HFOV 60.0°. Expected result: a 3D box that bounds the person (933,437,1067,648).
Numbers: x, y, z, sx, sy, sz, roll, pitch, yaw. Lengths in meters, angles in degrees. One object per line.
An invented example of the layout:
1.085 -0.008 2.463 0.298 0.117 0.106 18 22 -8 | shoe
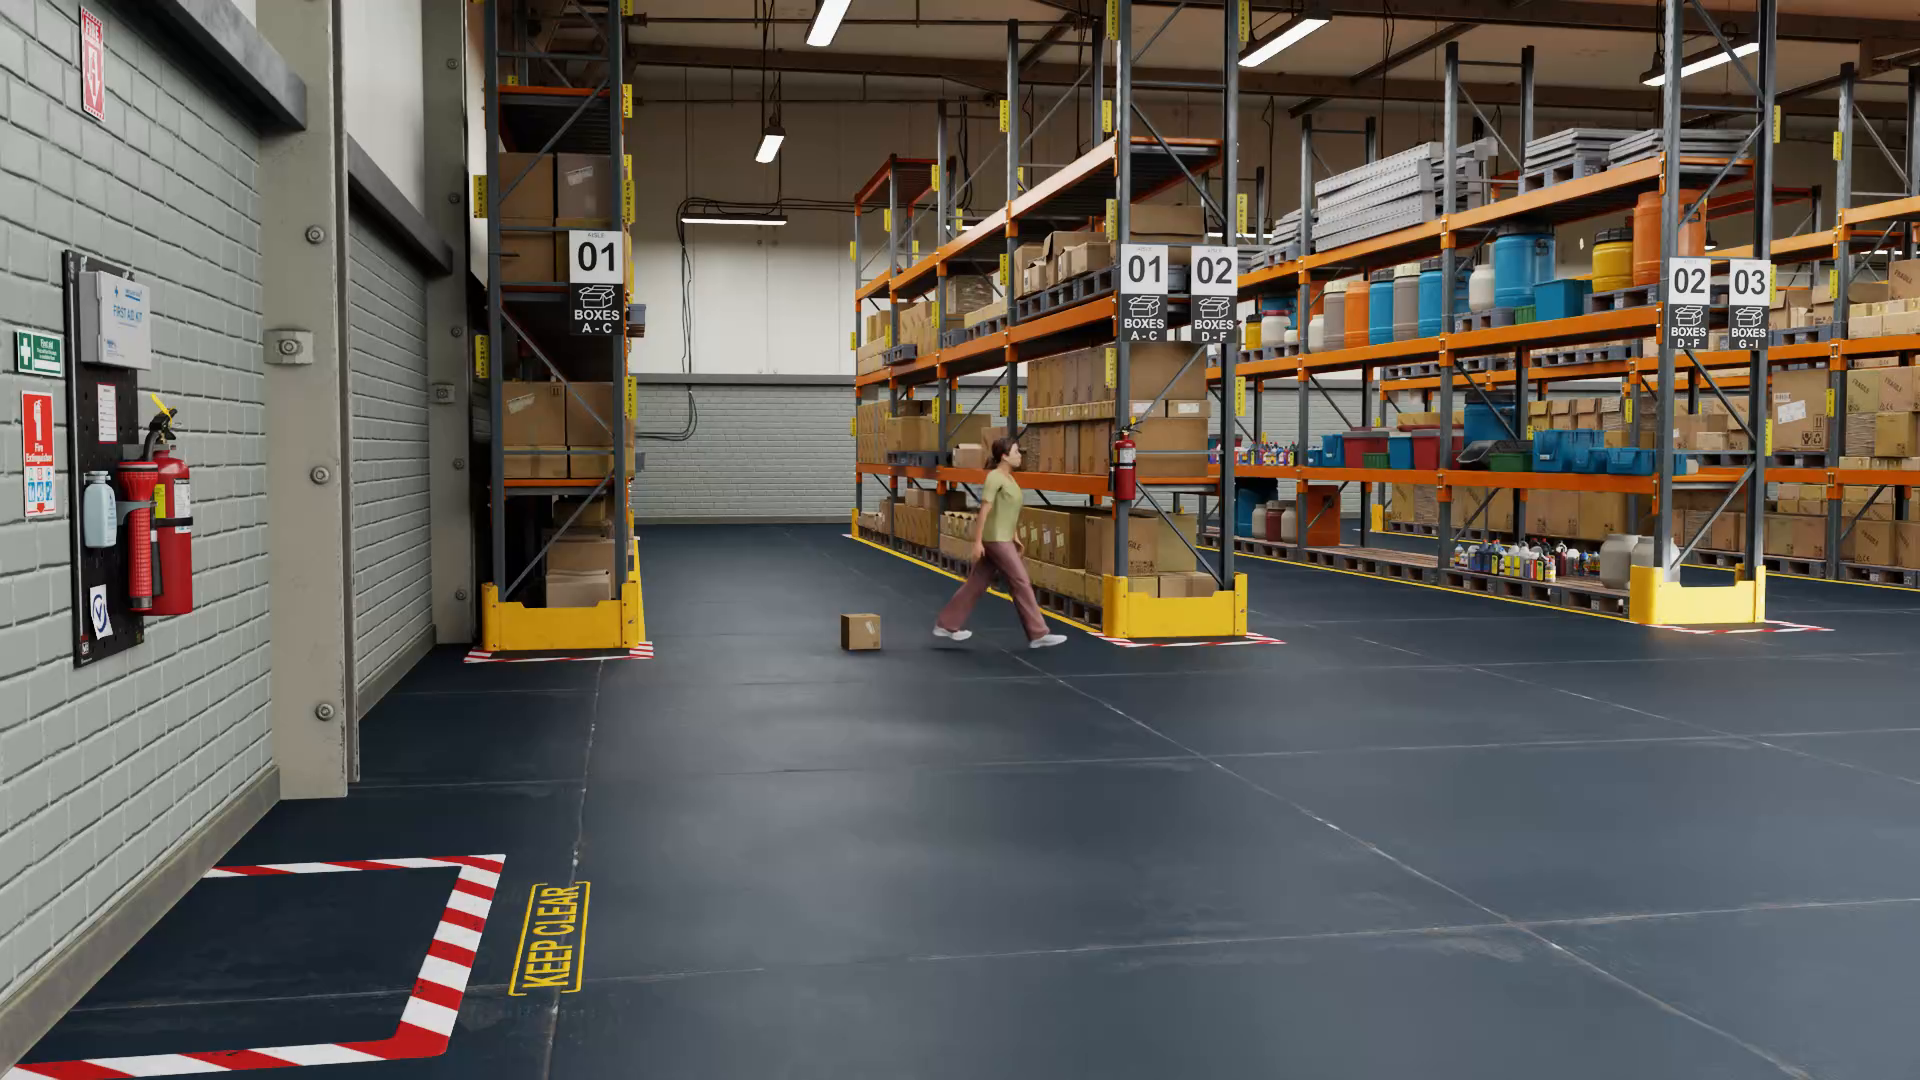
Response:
0.308 0.015 12.767 1.058 1.608 0.467 1 3 9 | person
